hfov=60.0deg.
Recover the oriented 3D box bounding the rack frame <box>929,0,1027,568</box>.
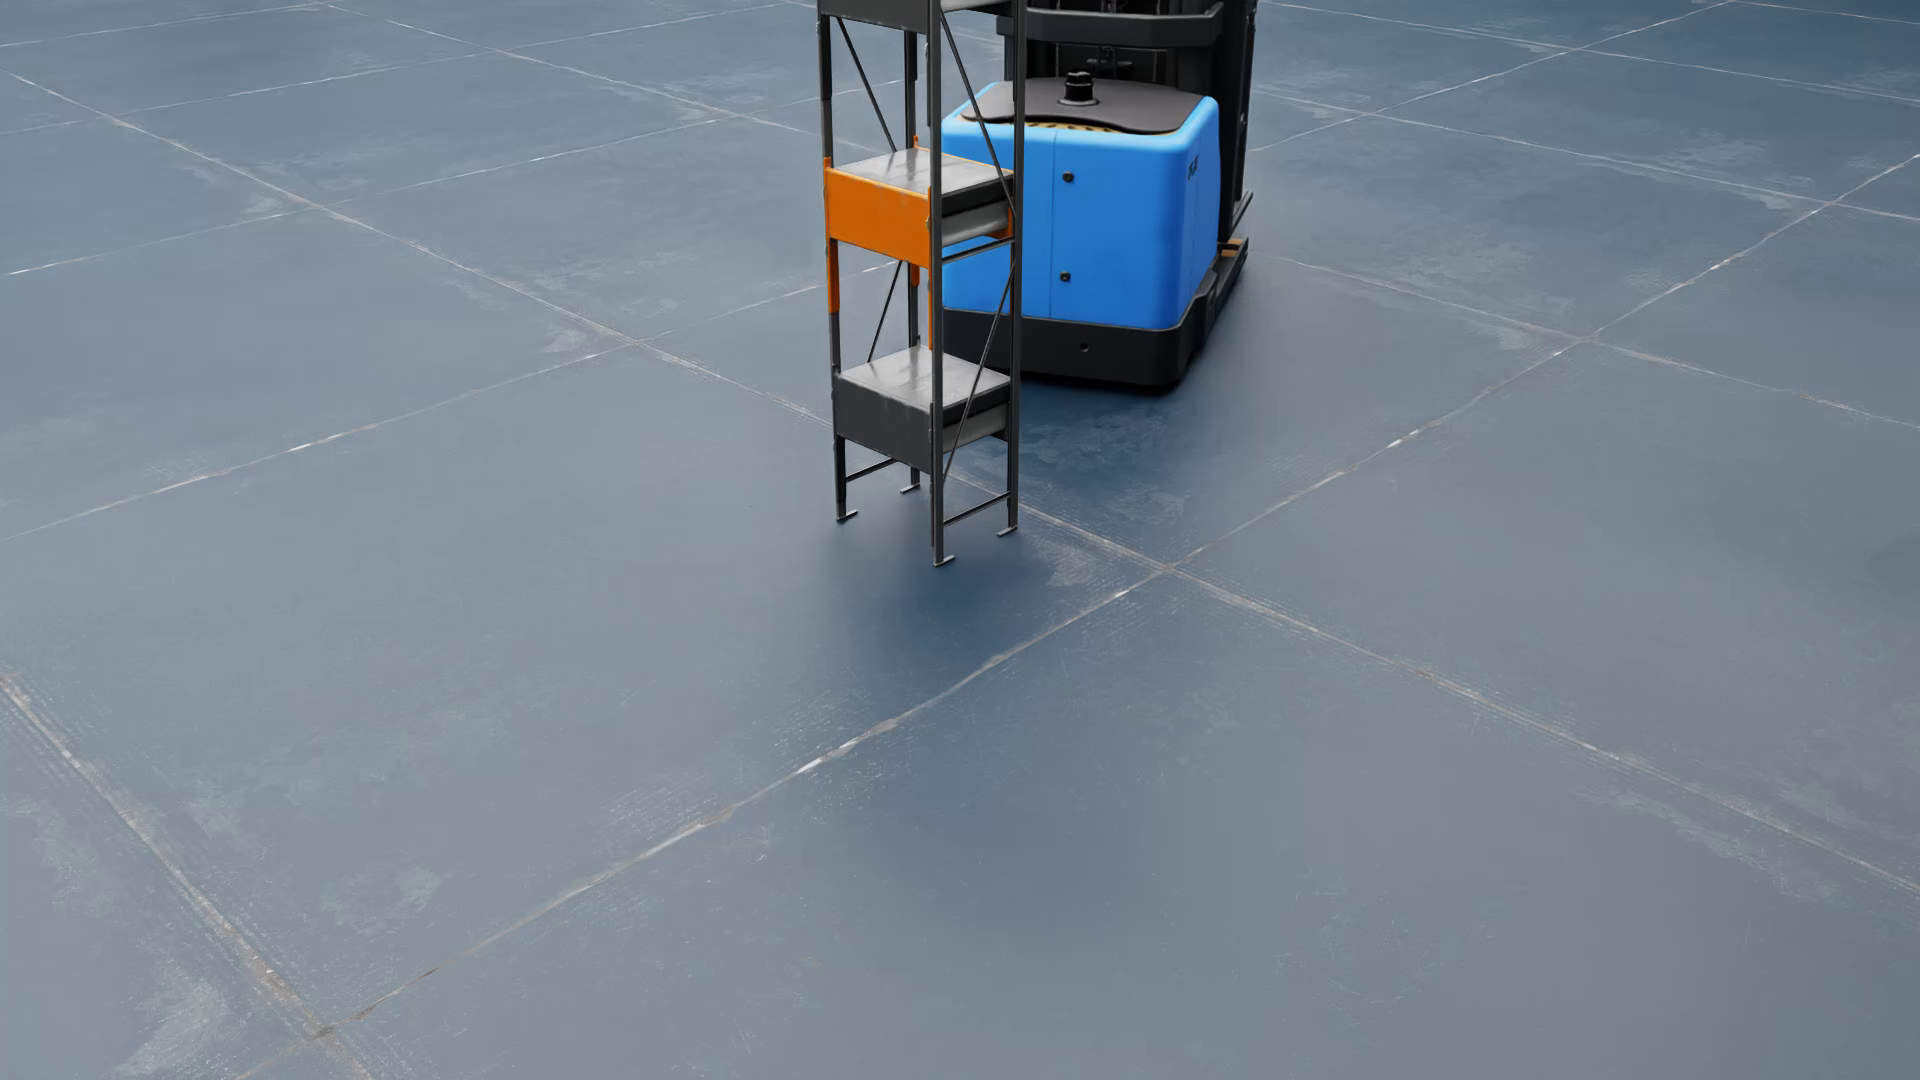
[{"bbox_3d":[0.056,-0.904,5.213,0.015,2.100,0.400,25,36,38],"label":"rack frame"}]

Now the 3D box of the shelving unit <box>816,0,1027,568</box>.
[{"bbox_3d":[-0.118,-0.983,5.364,0.503,2.100,0.431,25,36,38],"label":"shelving unit"}]

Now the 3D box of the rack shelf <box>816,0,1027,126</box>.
[{"bbox_3d":[-0.118,-1.591,5.045,0.480,0.518,0.431,25,36,38],"label":"rack shelf"}]

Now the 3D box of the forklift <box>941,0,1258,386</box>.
[{"bbox_3d":[0.809,-2.596,7.538,1.130,2.935,3.031,8,29,15],"label":"forklift"}]

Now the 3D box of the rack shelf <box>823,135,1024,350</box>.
[{"bbox_3d":[-0.118,-0.971,5.370,0.480,0.518,0.431,25,36,38],"label":"rack shelf"}]

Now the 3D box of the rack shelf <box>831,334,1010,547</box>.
[{"bbox_3d":[-0.118,-0.352,5.696,0.480,0.518,0.431,25,36,38],"label":"rack shelf"}]

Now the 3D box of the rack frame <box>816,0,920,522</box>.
[{"bbox_3d":[-0.292,-1.063,5.515,0.015,2.100,0.400,25,36,38],"label":"rack frame"}]
